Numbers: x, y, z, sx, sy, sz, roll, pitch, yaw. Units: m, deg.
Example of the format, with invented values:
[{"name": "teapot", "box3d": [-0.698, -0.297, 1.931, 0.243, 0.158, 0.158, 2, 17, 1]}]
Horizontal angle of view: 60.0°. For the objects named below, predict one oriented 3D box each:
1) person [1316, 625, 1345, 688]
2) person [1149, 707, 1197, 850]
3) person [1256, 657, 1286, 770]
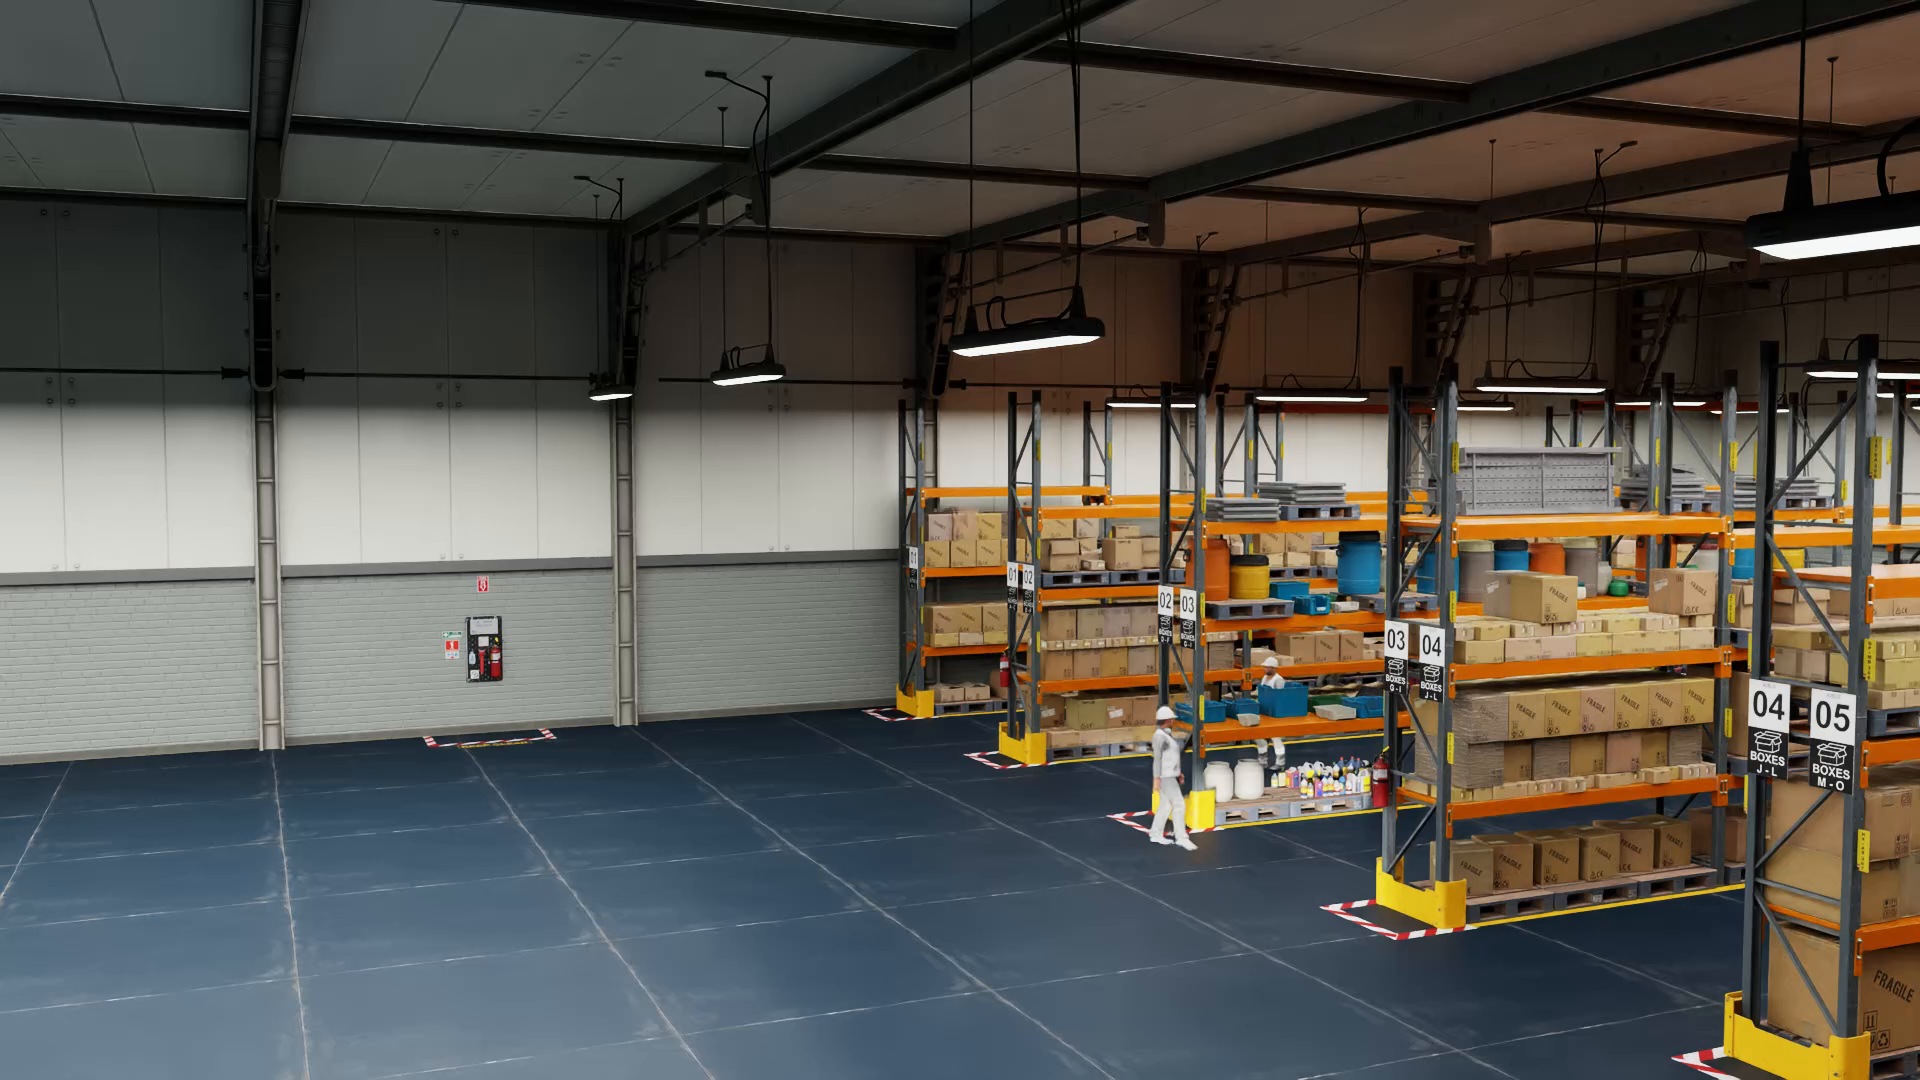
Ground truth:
[{"name": "person", "box3d": [7.273, 2.432, 32.409, 0.863, 1.636, 0.445, -2, 4, -26]}, {"name": "person", "box3d": [2.746, 3.035, 21.339, 0.636, 1.785, 0.560, 1, 3, 12]}, {"name": "person", "box3d": [4.877, 2.761, 26.111, 0.511, 1.851, 0.584, -2, 4, -25]}]
